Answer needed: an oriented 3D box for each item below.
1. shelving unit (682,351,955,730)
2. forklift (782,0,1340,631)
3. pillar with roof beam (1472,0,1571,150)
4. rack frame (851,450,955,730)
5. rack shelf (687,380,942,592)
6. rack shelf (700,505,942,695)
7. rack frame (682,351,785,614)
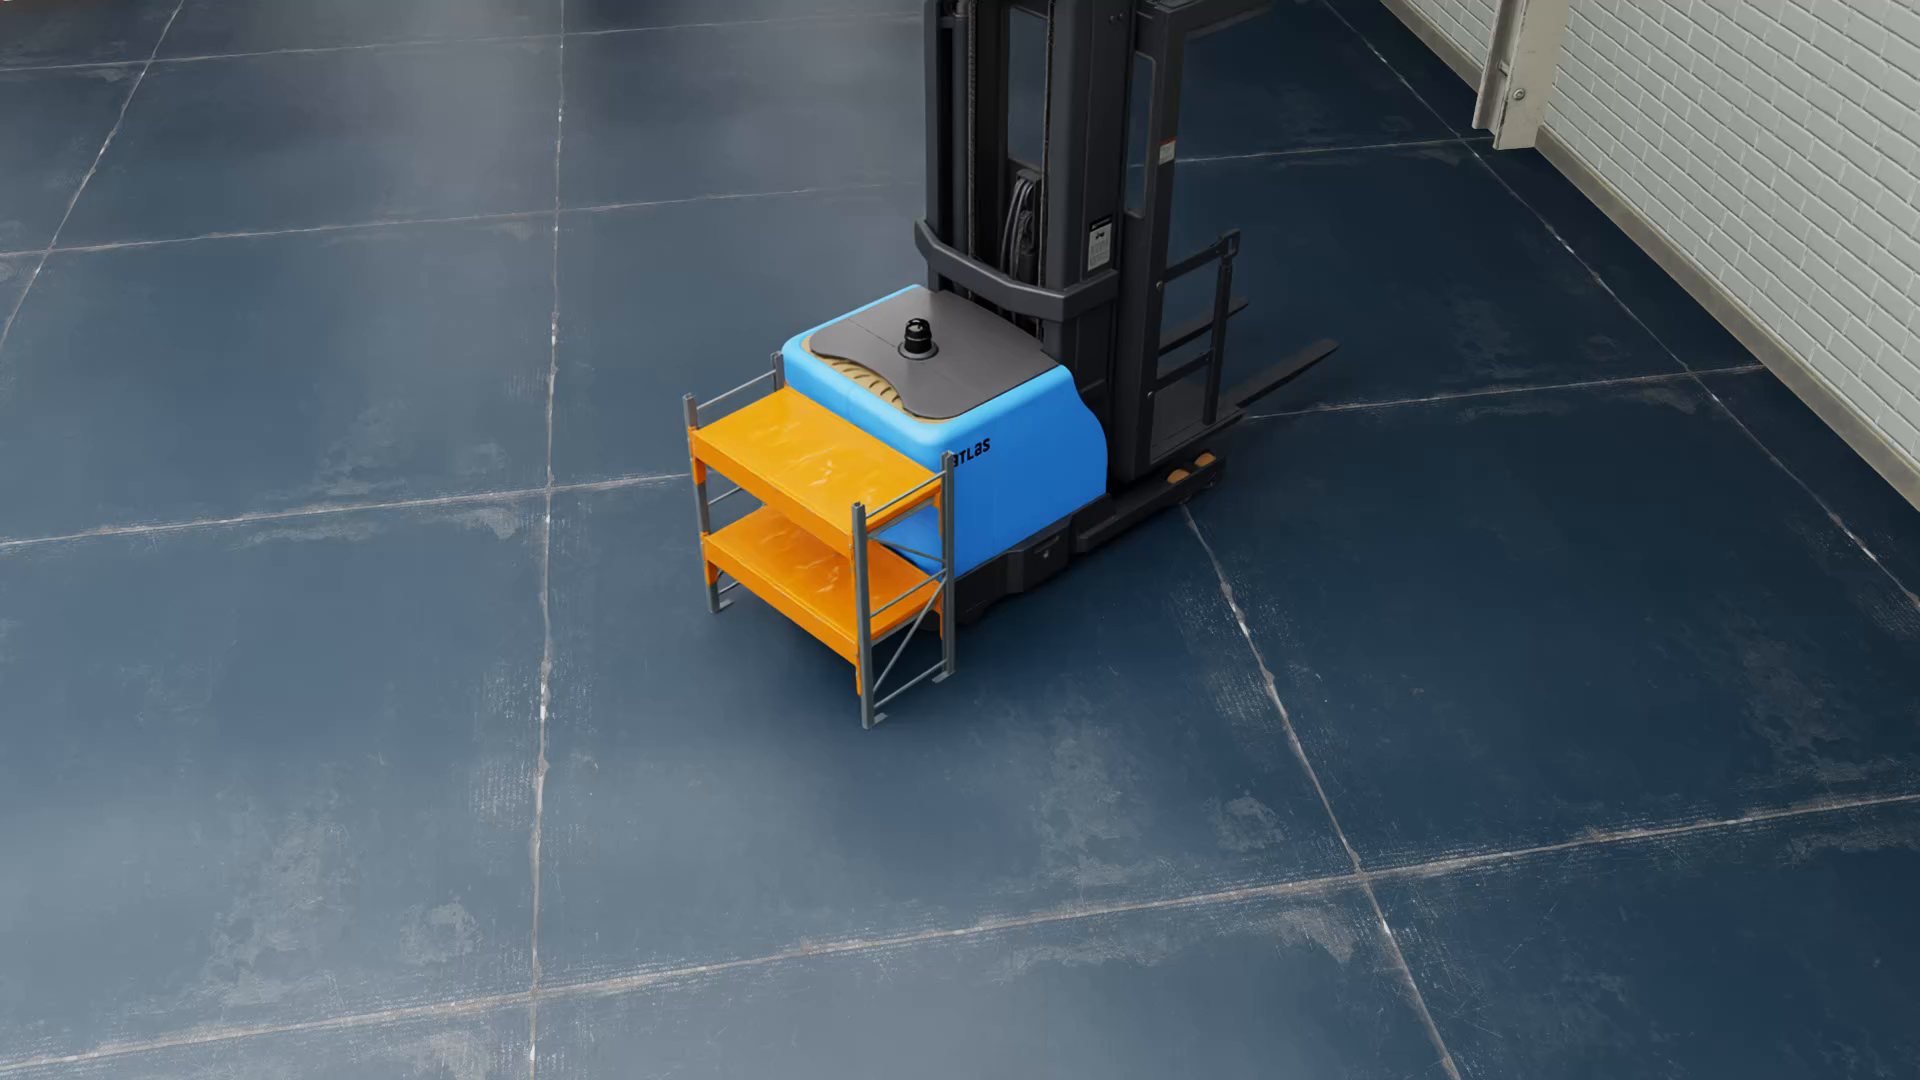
[{"bbox_3d":[-0.566,-0.008,6.843,0.538,1.125,1.048,-31,47,-34],"label":"shelving unit"},{"bbox_3d":[0.651,-1.544,7.348,3.031,2.935,1.130,-29,46,-32],"label":"forklift"},{"bbox_3d":[-0.543,-5.832,7.922,9.100,9.000,0.400,-6,38,-8],"label":"pillar with roof beam"},{"bbox_3d":[-0.210,0.215,6.557,0.500,1.125,0.032,-31,47,-34],"label":"rack frame"},{"bbox_3d":[-0.567,-0.239,6.663,0.538,0.278,1.000,-31,47,-34],"label":"rack shelf"},{"bbox_3d":[-0.566,0.185,6.993,0.538,0.278,1.000,-31,47,-34],"label":"rack shelf"},{"bbox_3d":[-0.923,-0.230,7.129,0.500,1.125,0.032,-31,47,-34],"label":"rack frame"}]
